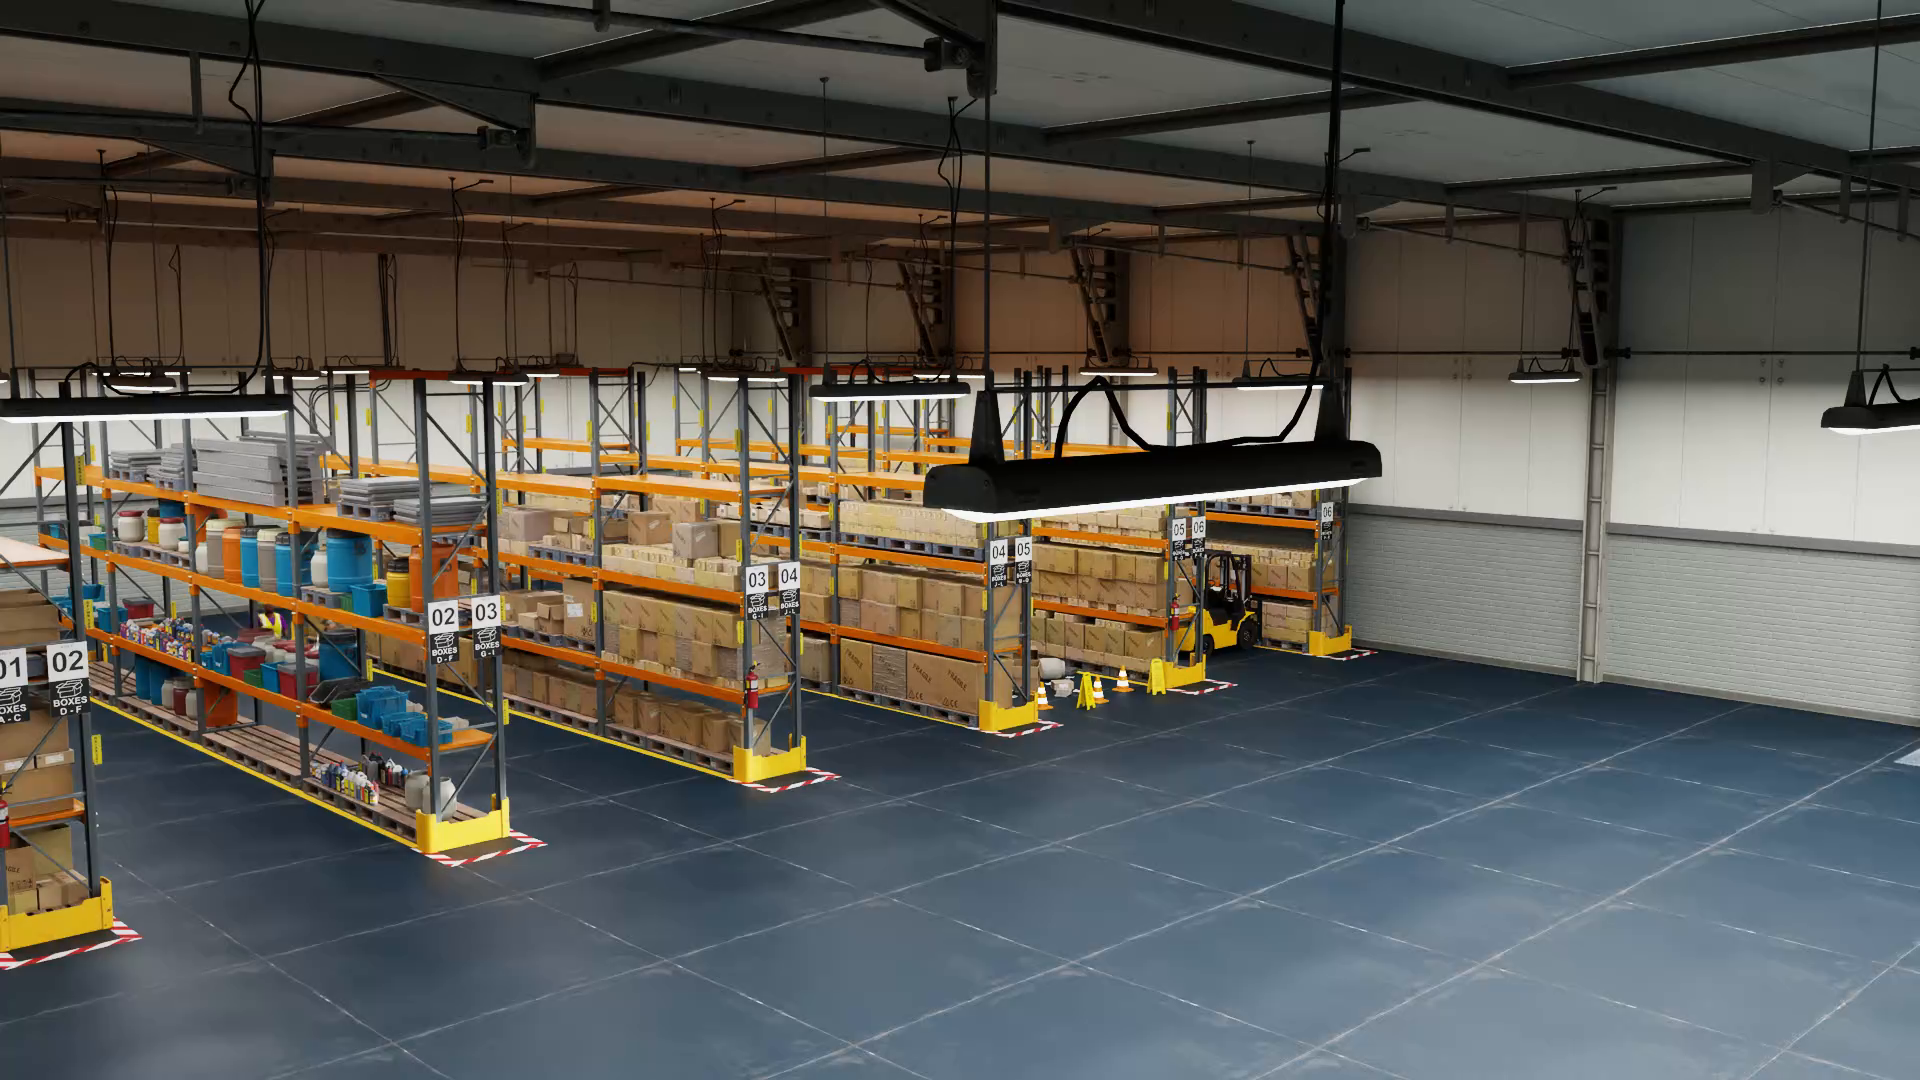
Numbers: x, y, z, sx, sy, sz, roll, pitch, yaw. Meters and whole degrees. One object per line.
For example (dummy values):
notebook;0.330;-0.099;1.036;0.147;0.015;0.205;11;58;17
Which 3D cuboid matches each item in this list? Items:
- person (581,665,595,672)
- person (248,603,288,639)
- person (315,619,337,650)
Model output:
person;-6.871;1.958;31.500;0.564;1.665;0.704;5;8;40
person;-12.882;1.962;31.069;0.886;1.743;0.715;5;8;40
person;-11.117;2.179;29.562;0.545;1.649;0.619;5;8;36
